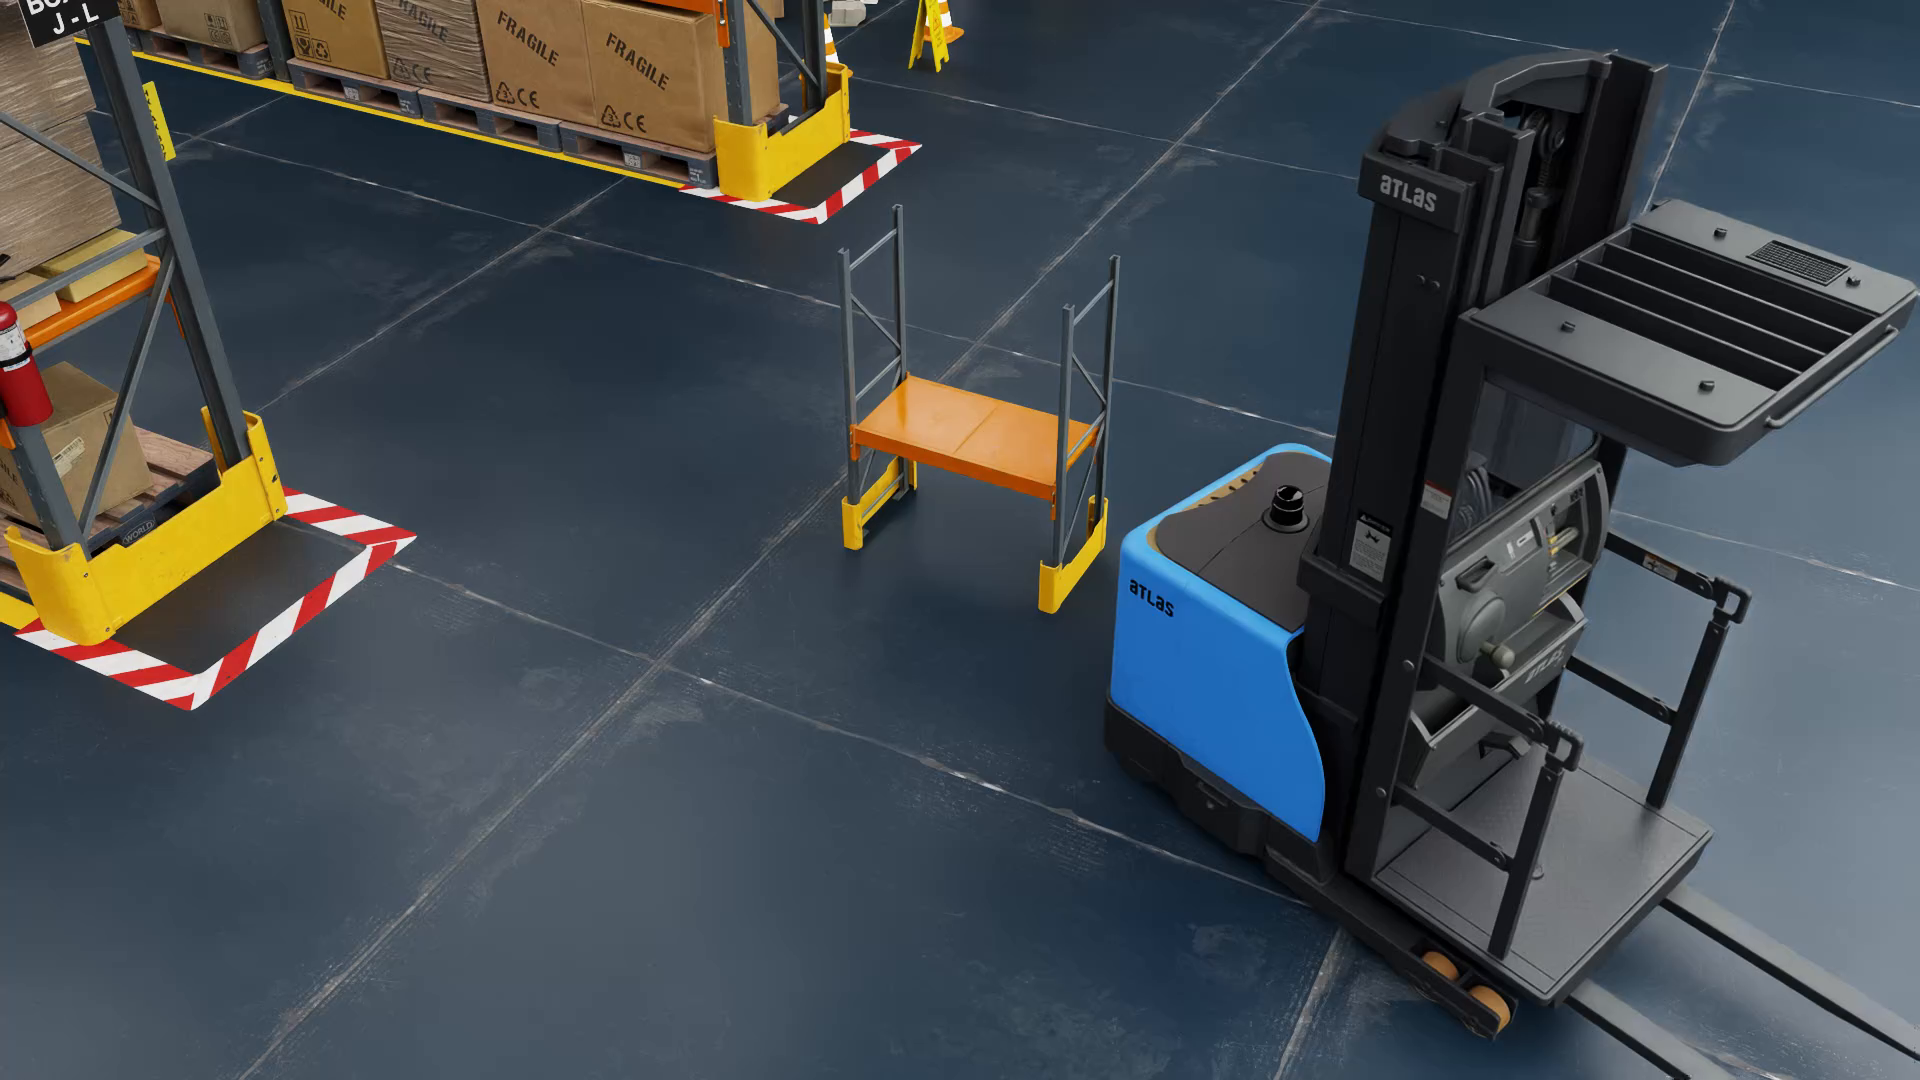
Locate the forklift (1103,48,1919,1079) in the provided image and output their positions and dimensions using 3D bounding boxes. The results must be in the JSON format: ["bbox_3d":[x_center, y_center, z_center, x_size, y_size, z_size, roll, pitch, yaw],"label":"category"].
[{"bbox_3d":[1.929,0.140,5.142,1.130,2.935,3.031,-29,46,-32],"label":"forklift"}]

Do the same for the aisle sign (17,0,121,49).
[{"bbox_3d":[-3.347,-2.244,6.076,0.004,0.787,0.394,17,41,21],"label":"aisle sign"}]

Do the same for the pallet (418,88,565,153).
[{"bbox_3d":[-2.995,-3.109,11.672,1.213,0.211,1.003,17,41,21],"label":"pallet"}]

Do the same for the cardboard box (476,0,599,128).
[{"bbox_3d":[-2.584,-3.417,11.181,0.875,0.875,0.875,17,40,21],"label":"cardboard box"}]

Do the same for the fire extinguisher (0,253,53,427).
[{"bbox_3d":[-3.650,-0.755,6.328,0.183,0.674,0.296,17,41,21],"label":"fire extinguisher"}]

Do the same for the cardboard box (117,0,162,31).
[{"bbox_3d":[-6.169,-4.478,12.681,0.750,0.750,1.050,17,41,21],"label":"cardboard box"}]

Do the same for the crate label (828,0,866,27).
[{"bbox_3d":[-0.893,-4.167,13.126,0.298,0.136,0.250,-2,37,-2],"label":"crate label"}]

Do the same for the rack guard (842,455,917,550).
[{"bbox_3d":[-0.375,-0.217,7.829,0.087,0.250,0.587,17,41,21],"label":"rack guard"}]

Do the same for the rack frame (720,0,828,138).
[{"bbox_3d":[-1.169,-3.700,10.143,0.127,3.000,1.000,17,41,21],"label":"rack frame"}]

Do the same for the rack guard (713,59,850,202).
[{"bbox_3d":[-1.148,-2.698,10.890,0.348,0.500,1.175,17,41,21],"label":"rack guard"}]

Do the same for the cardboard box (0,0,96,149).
[{"bbox_3d":[-3.903,-1.921,6.644,0.500,0.500,0.500,17,41,21],"label":"cardboard box"}]

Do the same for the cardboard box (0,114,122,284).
[{"bbox_3d":[-4.016,-1.391,6.773,0.500,0.500,0.875,17,41,21],"label":"cardboard box"}]

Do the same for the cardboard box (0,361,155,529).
[{"bbox_3d":[-4.087,-0.419,7.541,0.500,0.500,0.500,25,44,29],"label":"cardboard box"}]

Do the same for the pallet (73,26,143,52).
[{"bbox_3d":[-6.529,-4.214,13.127,1.213,0.211,1.003,17,41,21],"label":"pallet"}]

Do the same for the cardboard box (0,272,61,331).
[{"bbox_3d":[-3.888,-0.933,6.706,0.250,0.149,0.380,17,41,21],"label":"cardboard box"}]

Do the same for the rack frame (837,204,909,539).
[{"bbox_3d":[-0.376,-0.715,7.451,0.032,1.500,0.500,17,41,21],"label":"rack frame"}]

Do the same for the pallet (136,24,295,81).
[{"bbox_3d":[-5.441,-3.875,12.681,1.213,0.211,1.003,17,41,21],"label":"pallet"}]

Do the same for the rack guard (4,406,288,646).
[{"bbox_3d":[-3.608,-0.090,7.456,0.348,0.500,1.175,17,41,21],"label":"rack guard"}]

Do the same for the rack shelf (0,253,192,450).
[{"bbox_3d":[-5.316,-1.335,7.622,4.000,0.370,1.077,17,41,21],"label":"rack shelf"}]

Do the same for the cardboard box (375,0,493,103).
[{"bbox_3d":[-3.393,-3.672,11.517,0.875,0.875,0.875,18,41,22],"label":"cardboard box"}]

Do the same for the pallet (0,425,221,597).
[{"bbox_3d":[-4.313,-0.220,7.866,1.213,0.211,1.003,17,41,21],"label":"pallet"}]

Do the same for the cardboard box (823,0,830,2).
[{"bbox_3d":[-1.075,-4.530,13.594,0.380,0.149,0.250,-21,42,-25],"label":"cardboard box"}]

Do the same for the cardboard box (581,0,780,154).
[{"bbox_3d":[-1.802,-3.174,10.860,0.875,0.875,0.875,18,41,22],"label":"cardboard box"}]

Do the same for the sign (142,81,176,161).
[{"bbox_3d":[-3.291,-1.701,6.794,0.005,0.325,0.100,17,41,21],"label":"sign"}]

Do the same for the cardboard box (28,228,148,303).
[{"bbox_3d":[-3.684,-1.172,7.021,0.250,0.149,0.380,17,41,21],"label":"cardboard box"}]

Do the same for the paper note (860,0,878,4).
[{"bbox_3d":[-0.737,-4.397,13.517,0.142,0.019,0.148,4,37,6],"label":"paper note"}]

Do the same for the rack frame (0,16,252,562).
[{"bbox_3d":[-3.540,-1.065,6.672,0.127,3.000,1.000,17,41,21],"label":"rack frame"}]

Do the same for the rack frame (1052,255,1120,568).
[{"bbox_3d":[0.527,-0.432,7.079,0.032,1.500,0.500,17,41,21],"label":"rack frame"}]

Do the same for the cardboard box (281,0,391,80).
[{"bbox_3d":[-4.195,-3.921,11.844,0.875,0.875,0.875,18,41,22],"label":"cardboard box"}]

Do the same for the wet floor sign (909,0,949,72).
[{"bbox_3d":[-0.233,-3.817,12.245,0.232,0.644,0.267,11,38,14],"label":"wet floor sign"}]

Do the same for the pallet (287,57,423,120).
[{"bbox_3d":[-4.082,-3.448,12.118,1.213,0.211,1.003,17,41,21],"label":"pallet"}]

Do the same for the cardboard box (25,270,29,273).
[{"bbox_3d":[-3.897,-1.252,7.126,0.250,0.149,0.380,17,41,21],"label":"cardboard box"}]

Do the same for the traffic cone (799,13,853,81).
[{"bbox_3d":[-0.988,-3.599,12.109,0.334,0.463,0.336,17,41,21],"label":"traffic cone"}]

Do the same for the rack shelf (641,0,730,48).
[{"bbox_3d":[-2.945,-3.969,11.093,4.000,0.370,1.077,17,41,21],"label":"rack shelf"}]

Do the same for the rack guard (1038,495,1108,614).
[{"bbox_3d":[0.510,0.060,7.464,0.087,0.250,0.587,17,41,21],"label":"rack guard"}]

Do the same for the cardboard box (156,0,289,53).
[{"bbox_3d":[-5.314,-4.208,12.325,0.750,0.750,1.050,17,40,21],"label":"cardboard box"}]

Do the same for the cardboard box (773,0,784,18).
[{"bbox_3d":[-1.707,-4.520,13.289,0.637,0.503,0.797,-8,38,-10],"label":"cardboard box"}]

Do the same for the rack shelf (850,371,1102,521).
[{"bbox_3d":[0.076,-0.430,7.374,1.000,0.185,0.538,17,41,21],"label":"rack shelf"}]

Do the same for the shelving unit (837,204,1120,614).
[{"bbox_3d":[0.068,-0.576,7.269,1.083,1.500,0.587,17,41,21],"label":"shelving unit"}]

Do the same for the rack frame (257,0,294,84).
[{"bbox_3d":[-4.721,-4.812,11.608,0.127,3.000,1.000,17,41,21],"label":"rack frame"}]

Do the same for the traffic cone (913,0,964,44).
[{"bbox_3d":[-0.166,-4.112,12.784,0.334,0.463,0.336,17,41,21],"label":"traffic cone"}]

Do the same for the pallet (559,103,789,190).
[{"bbox_3d":[-1.915,-2.769,11.224,1.213,0.211,1.003,17,41,21],"label":"pallet"}]
